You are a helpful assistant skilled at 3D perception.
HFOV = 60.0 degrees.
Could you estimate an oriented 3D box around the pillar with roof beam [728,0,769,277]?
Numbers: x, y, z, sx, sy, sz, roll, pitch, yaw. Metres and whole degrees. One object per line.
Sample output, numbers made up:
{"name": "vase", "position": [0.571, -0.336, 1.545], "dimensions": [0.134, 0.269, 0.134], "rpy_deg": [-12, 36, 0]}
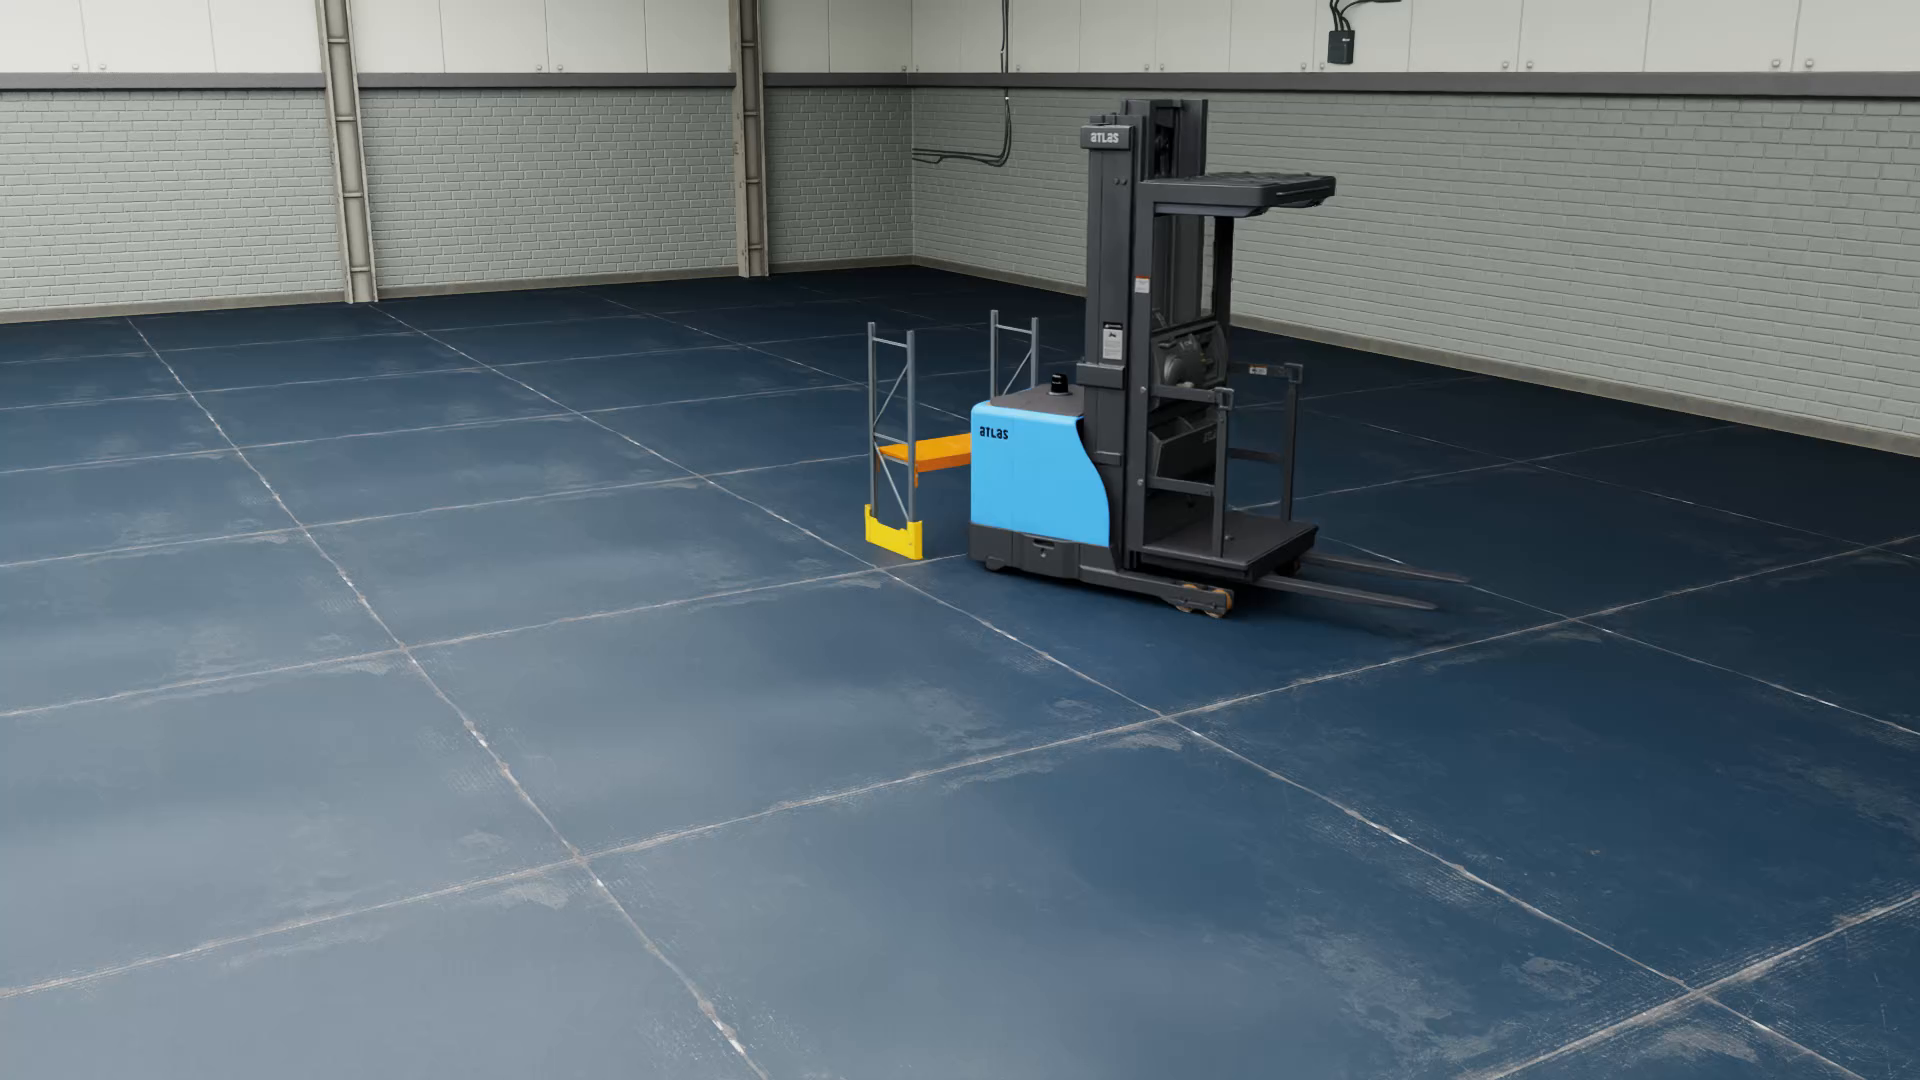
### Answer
{"name": "pillar with roof beam", "position": [-1.055, -7.528, 21.593], "dimensions": [0.400, 9.000, 9.100], "rpy_deg": [-9, 18, -30]}

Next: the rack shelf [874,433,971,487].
{"name": "rack shelf", "position": [-0.038, -0.569, 11.327], "dimensions": [1.000, 0.185, 0.538], "rpy_deg": [-11, 19, -35]}

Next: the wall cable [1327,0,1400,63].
{"name": "wall cable", "position": [4.810, -8.067, 17.213], "dimensions": [0.169, 6.003, 2.305], "rpy_deg": [-9, 18, -30]}

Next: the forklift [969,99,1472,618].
{"name": "forklift", "position": [1.562, -1.117, 9.963], "dimensions": [3.031, 2.935, 1.130], "rpy_deg": [10, 19, 33]}

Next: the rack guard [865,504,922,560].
{"name": "rack guard", "position": [-0.447, -0.060, 11.159], "dimensions": [0.087, 0.250, 0.587], "rpy_deg": [-11, 19, -35]}

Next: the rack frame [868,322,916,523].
{"name": "rack frame", "position": [-0.448, -0.661, 10.990], "dimensions": [0.032, 1.500, 0.500], "rpy_deg": [-11, 19, -35]}

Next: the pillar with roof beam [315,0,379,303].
{"name": "pillar with roof beam", "position": [-6.198, -6.694, 18.618], "dimensions": [0.400, 9.000, 9.100], "rpy_deg": [-9, 18, -30]}

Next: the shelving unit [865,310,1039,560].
{"name": "shelving unit", "position": [-0.045, -0.741, 11.273], "dimensions": [1.083, 1.500, 0.587], "rpy_deg": [-11, 19, -35]}

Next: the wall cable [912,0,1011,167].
{"name": "wall cable", "position": [-0.066, -7.132, 25.935], "dimensions": [0.112, 2.526, 3.097], "rpy_deg": [-9, 18, -30]}

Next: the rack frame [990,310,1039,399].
{"name": "rack frame", "position": [0.373, -0.823, 11.567], "dimensions": [0.032, 1.500, 0.500], "rpy_deg": [-11, 19, -35]}
